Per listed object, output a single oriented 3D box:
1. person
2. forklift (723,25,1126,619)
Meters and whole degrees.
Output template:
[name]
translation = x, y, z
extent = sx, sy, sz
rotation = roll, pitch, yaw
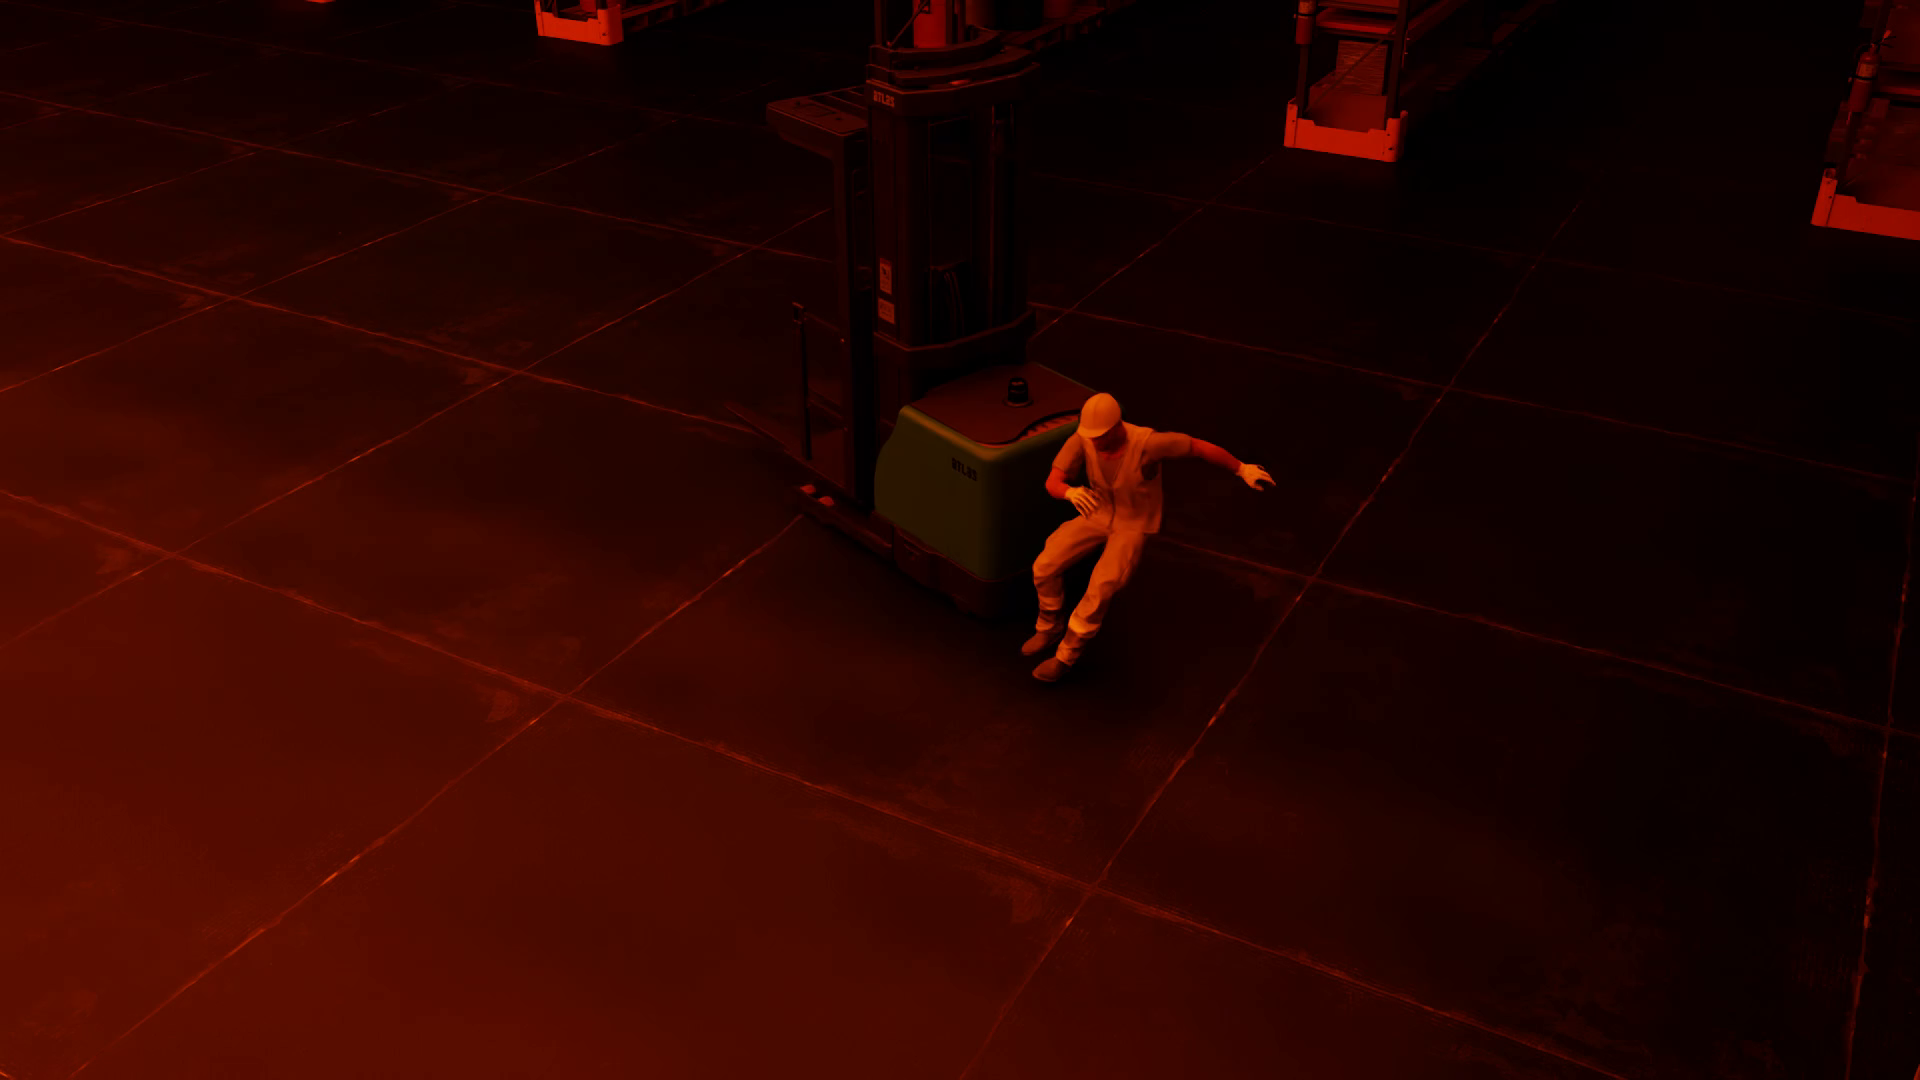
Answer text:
[person]
translation = 0.890, 0.003, 8.520
extent = 1.084, 1.532, 1.056
rotation = 18, 35, 28
[forklift]
translation = -0.382, -1.507, 9.682
extent = 1.130, 2.935, 3.031
rotation = -22, 37, -33
